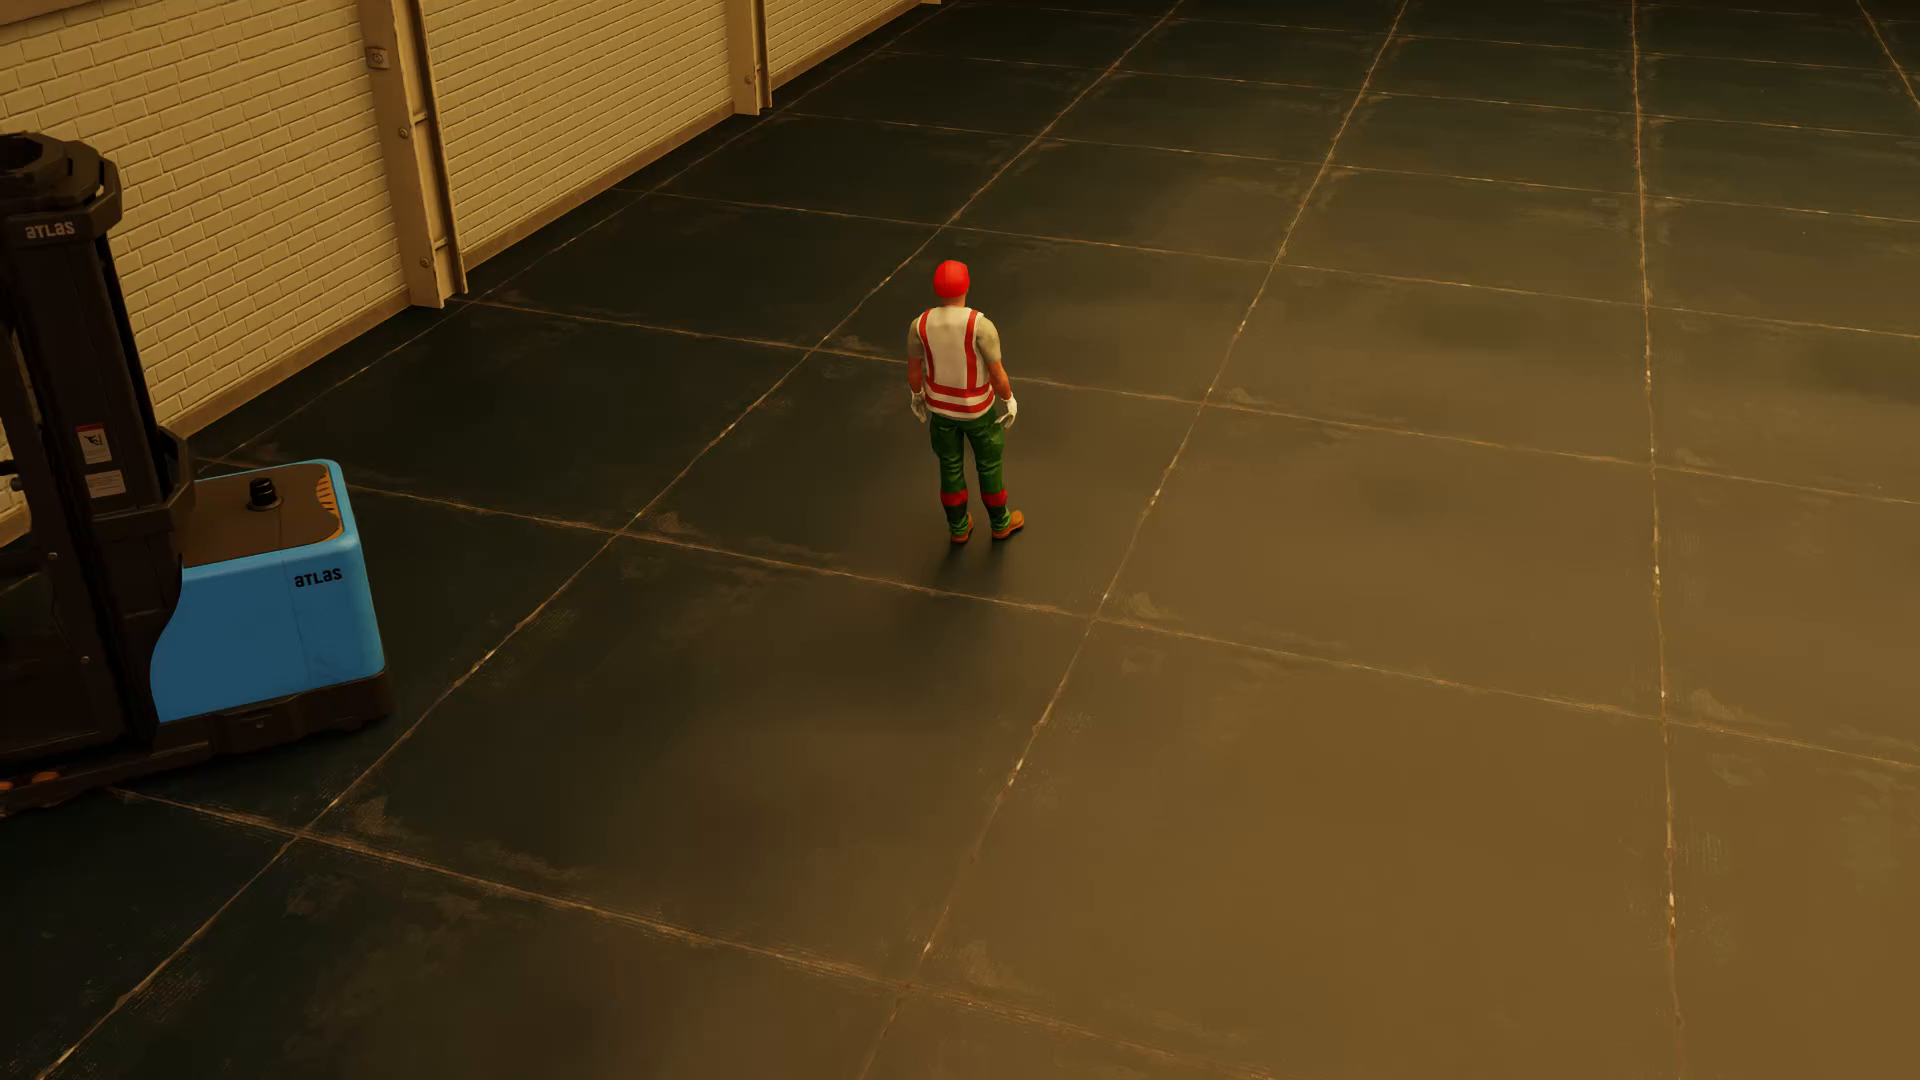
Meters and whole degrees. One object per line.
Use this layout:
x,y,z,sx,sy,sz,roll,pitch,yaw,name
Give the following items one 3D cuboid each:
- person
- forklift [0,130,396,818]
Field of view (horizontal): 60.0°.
0.036,-0.819,9.713,0.638,1.789,0.562,10,31,16,person
-4.439,-0.269,7.608,3.031,2.935,1.130,-12,32,-21,forklift
